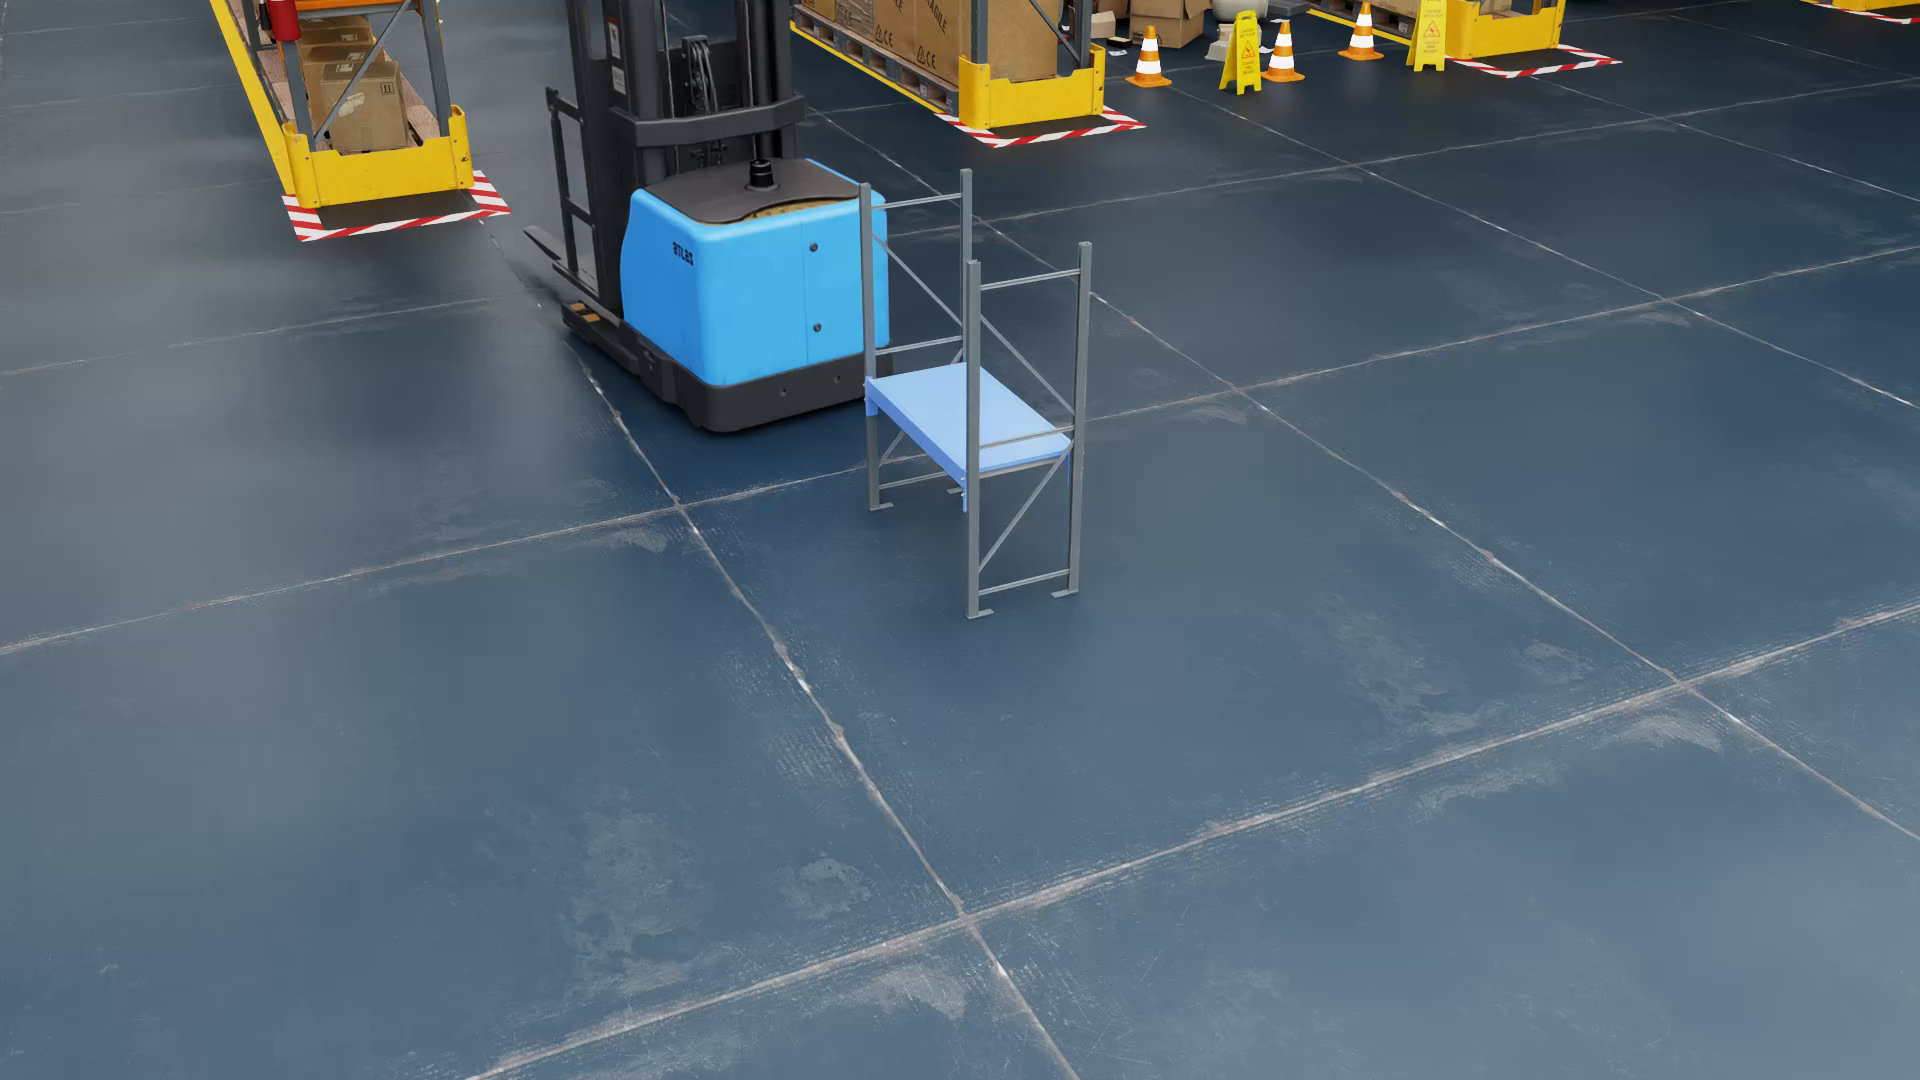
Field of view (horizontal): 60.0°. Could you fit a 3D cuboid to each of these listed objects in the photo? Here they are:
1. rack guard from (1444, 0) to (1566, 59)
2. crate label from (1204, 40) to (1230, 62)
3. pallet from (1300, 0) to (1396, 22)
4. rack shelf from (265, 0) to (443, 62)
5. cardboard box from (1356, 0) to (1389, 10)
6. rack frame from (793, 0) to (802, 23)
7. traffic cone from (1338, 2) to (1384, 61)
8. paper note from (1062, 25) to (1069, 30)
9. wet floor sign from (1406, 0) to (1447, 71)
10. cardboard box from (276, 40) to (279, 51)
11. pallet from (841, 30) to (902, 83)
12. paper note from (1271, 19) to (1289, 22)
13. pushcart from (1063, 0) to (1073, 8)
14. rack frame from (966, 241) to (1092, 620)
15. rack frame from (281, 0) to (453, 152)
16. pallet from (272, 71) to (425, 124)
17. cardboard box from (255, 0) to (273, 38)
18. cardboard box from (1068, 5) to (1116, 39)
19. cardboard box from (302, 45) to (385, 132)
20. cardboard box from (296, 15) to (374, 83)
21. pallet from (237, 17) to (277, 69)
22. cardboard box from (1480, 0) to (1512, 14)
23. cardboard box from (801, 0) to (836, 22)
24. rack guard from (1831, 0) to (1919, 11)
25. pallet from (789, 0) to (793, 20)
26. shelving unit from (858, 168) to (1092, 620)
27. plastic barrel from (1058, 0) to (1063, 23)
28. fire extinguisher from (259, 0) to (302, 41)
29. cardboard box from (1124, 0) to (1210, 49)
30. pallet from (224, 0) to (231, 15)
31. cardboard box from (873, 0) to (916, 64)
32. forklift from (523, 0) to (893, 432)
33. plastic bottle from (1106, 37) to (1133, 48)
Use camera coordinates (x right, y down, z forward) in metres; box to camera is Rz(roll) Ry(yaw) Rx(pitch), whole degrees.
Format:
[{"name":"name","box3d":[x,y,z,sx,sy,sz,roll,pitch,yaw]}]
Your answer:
[{"name":"rack guard","box3d":[4.955,-4.730,15.173,1.175,0.500,0.348,-13,32,-22]},{"name":"crate label","box3d":[2.388,-4.408,14.971,0.298,0.136,0.250,19,34,30]},{"name":"pallet","box3d":[4.118,-5.508,16.857,1.003,0.211,1.213,-13,32,-22]},{"name":"rack shelf","box3d":[-4.821,-4.275,12.543,1.077,0.370,4.000,-13,32,-22]},{"name":"cardboard box","box3d":[4.182,-5.301,16.019,0.500,0.250,0.500,-13,32,-22]},{"name":"rack frame","box3d":[-1.157,-6.469,15.720,1.000,3.000,0.127,-13,32,-22]},{"name":"traffic cone","box3d":[3.638,-4.599,14.978,0.336,0.463,0.334,-13,32,-22]},{"name":"paper note","box3d":[1.079,-4.955,16.064,0.172,0.023,0.155,-3,29,-5]},{"name":"wet floor sign","box3d":[4.103,-4.451,14.528,0.267,0.644,0.232,-3,29,-5]},{"name":"cardboard box","box3d":[-5.544,-4.380,14.121,0.500,0.500,0.500,-14,32,-23]},{"name":"pallet","box3d":[-0.373,-4.361,14.811,1.003,0.211,1.213,-13,32,-22]},{"name":"paper note","box3d":[3.143,-5.097,16.309,0.148,0.019,0.142,26,38,38]},{"name":"pushcart","box3d":[1.233,-5.909,17.401,0.936,0.377,1.648,26,38,38]},{"name":"rack frame","box3d":[0.255,-0.392,6.416,0.500,1.500,0.032,-13,32,-22]},{"name":"rack frame","box3d":[-3.963,-3.706,10.791,1.000,3.000,0.127,-13,32,-22]},{"name":"pallet","box3d":[-4.832,-3.427,13.146,1.003,0.211,1.213,-13,32,-22]},{"name":"cardboard box","box3d":[-5.924,-4.850,14.938,0.700,0.500,0.500,-16,33,-26]},{"name":"cardboard box","box3d":[1.245,-4.904,15.724,0.396,0.266,0.258,-8,30,-13]},{"name":"cardboard box","box3d":[-4.503,-3.335,12.256,0.500,0.500,0.500,-5,30,-9]},{"name":"cardboard box","box3d":[-4.954,-3.871,13.213,0.500,0.500,0.500,-16,33,-26]},{"name":"pallet","box3d":[-6.015,-4.600,15.237,1.003,0.211,1.213,-13,32,-22]},{"name":"cardboard box","box3d":[4.891,-5.185,15.811,0.500,0.250,0.500,-13,32,-22]},{"name":"cardboard box","box3d":[-0.950,-5.433,15.615,0.875,0.875,0.875,-13,32,-21]},{"name":"rack guard","box3d":[9.479,-5.729,16.956,1.175,0.500,0.348,-13,32,-22]},{"name":"pallet","box3d":[-1.556,-5.578,16.982,1.003,0.211,1.213,-13,32,-22]},{"name":"shelving unit","box3d":[0.037,-0.616,6.816,0.538,1.500,1.048,-13,32,-22]},{"name":"plastic barrel","box3d":[0.716,-5.167,16.031,0.512,0.421,0.421,7,30,13]},{"name":"fire extinguisher","box3d":[-4.330,-3.525,10.548,0.296,0.674,0.183,-13,32,-22]},{"name":"cardboard box","box3d":[1.947,-4.942,15.548,0.637,0.503,0.797,13,32,21]},{"name":"pallet","box3d":[-7.063,-5.678,17.159,1.003,0.211,1.213,-13,32,-22]},{"name":"cardboard box","box3d":[-0.170,-4.633,14.188,0.875,0.875,0.875,-14,32,-23]},{"name":"forklift","box3d":[-1.571,-2.474,8.665,1.130,2.935,3.031,-18,34,-29]},{"name":"plastic bottle","box3d":[1.454,-4.622,15.430,0.283,0.061,0.133,26,38,38]}]
